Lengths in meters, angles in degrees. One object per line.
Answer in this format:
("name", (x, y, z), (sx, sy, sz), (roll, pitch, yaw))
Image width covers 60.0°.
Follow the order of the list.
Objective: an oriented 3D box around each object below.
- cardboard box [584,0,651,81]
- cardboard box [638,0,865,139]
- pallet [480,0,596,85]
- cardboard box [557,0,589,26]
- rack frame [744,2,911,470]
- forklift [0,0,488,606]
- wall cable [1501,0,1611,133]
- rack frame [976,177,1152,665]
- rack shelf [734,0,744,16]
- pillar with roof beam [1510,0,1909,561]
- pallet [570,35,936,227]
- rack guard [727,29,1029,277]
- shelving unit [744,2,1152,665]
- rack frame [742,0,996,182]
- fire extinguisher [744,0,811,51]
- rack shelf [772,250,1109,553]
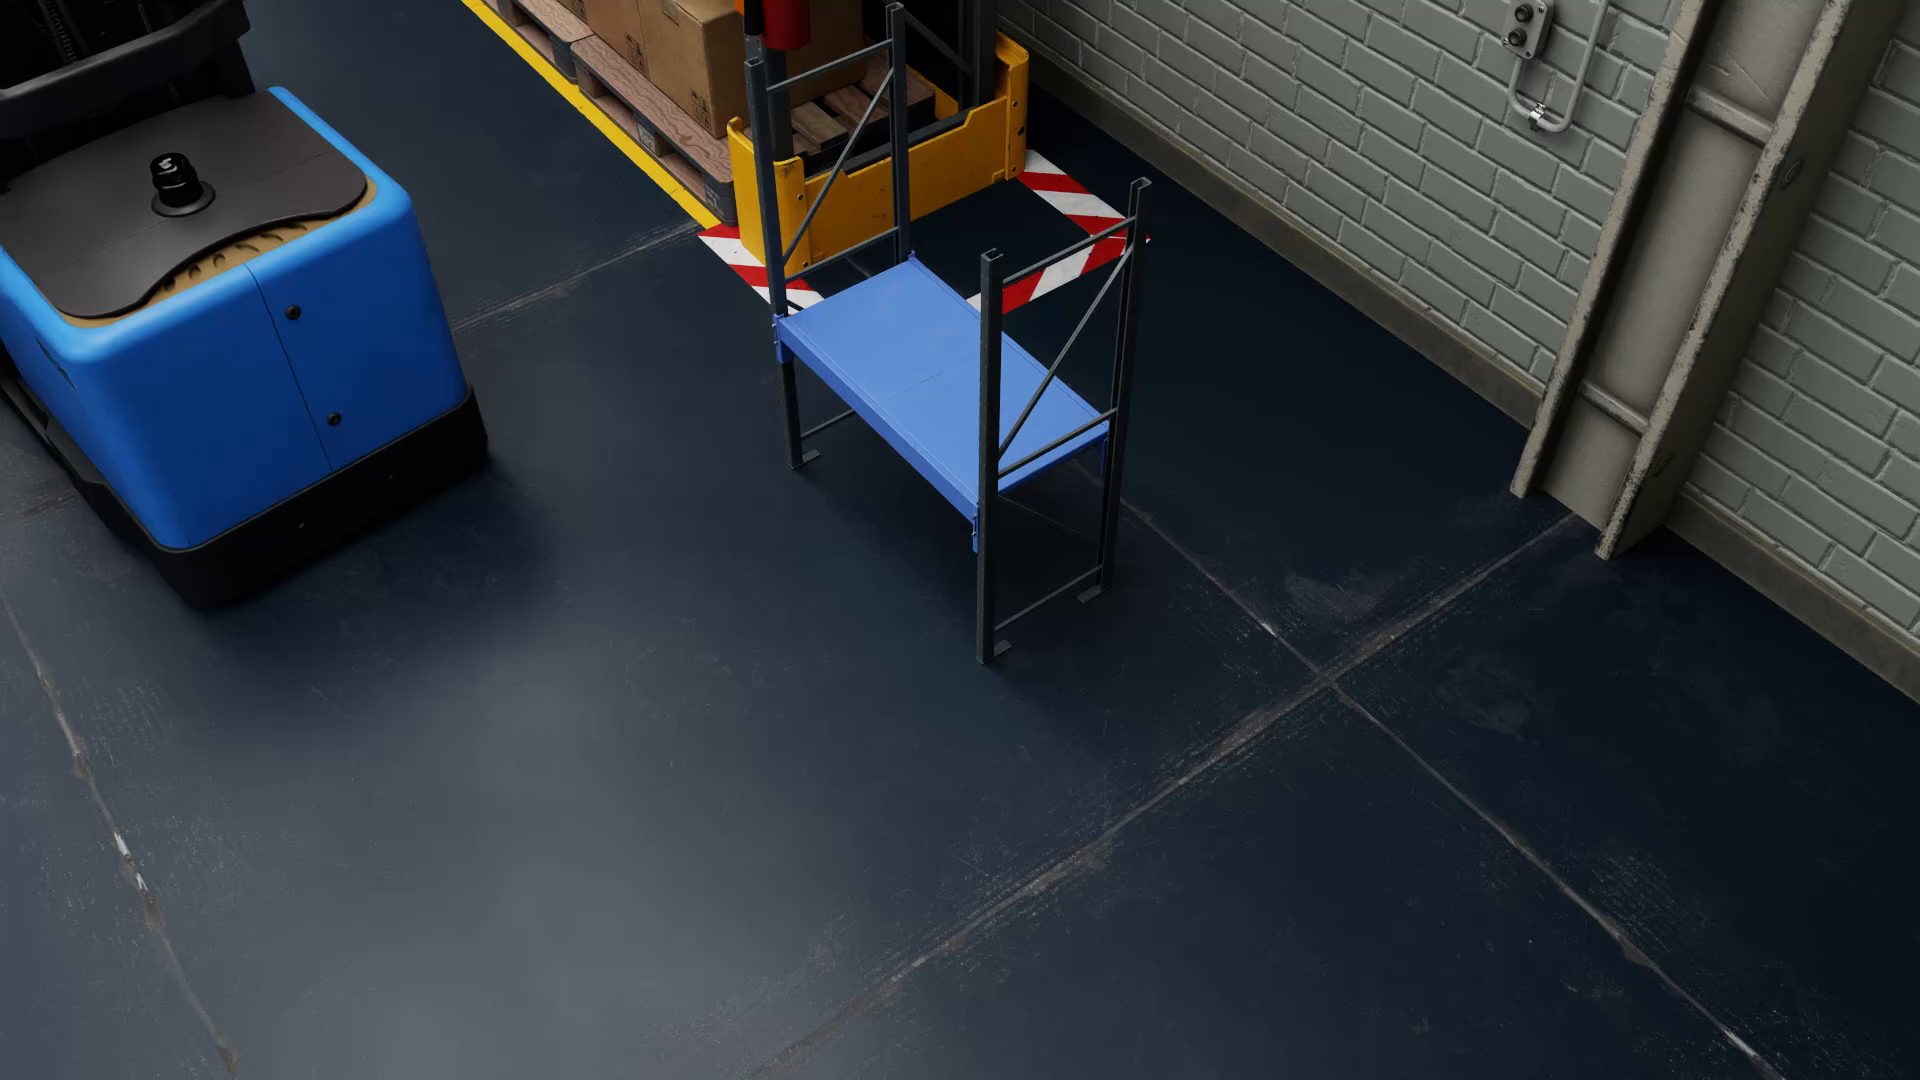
("cardboard box", (-1.106, -2.293, 6.708), (0.700, 0.500, 0.500), (-30, 54, -24))
("cardboard box", (-0.803, -1.998, 6.440), (0.700, 0.500, 0.500), (-29, 54, -24))
("pallet", (-1.581, -2.547, 7.417), (1.003, 0.211, 1.213), (-29, 54, -24))
("cardboard box", (-1.411, -2.589, 6.976), (0.700, 0.500, 0.500), (-31, 55, -25))
("rack frame", (-0.359, -0.854, 5.012), (0.500, 1.500, 0.032), (-29, 54, -24))
("forklift", (-2.917, -1.791, 4.895), (1.130, 2.935, 3.031), (-35, 57, -27))
("wall cable", (1.228, -2.339, 4.660), (0.084, 1.984, 1.851), (-29, 54, -24))
("rack frame", (0.256, -0.254, 4.468), (0.500, 1.500, 0.032), (-29, 54, -24))
("rack shelf", (-1.511, -3.266, 6.672), (1.077, 0.370, 4.000), (-29, 54, -24))
("pillar with roof beam", (-1.403, -1.208, 0.271), (9.100, 9.000, 0.400), (-29, 54, -24))
("pallet", (-0.846, -1.828, 6.765), (1.003, 0.211, 1.213), (-29, 54, -24))
("rack guard", (-0.285, -1.475, 6.250), (1.175, 0.500, 0.348), (-29, 54, -24))
("shelving unit", (-0.052, -0.554, 4.740), (0.538, 1.500, 1.048), (-29, 54, -24))
("rack frame", (-0.300, -2.328, 5.336), (1.000, 3.000, 0.127), (-29, 54, -24))
("fire extinguisher", (-0.576, -1.881, 5.235), (0.296, 0.674, 0.183), (-29, 54, -24))
("rack shelf", (-0.052, -0.433, 4.873), (0.538, 0.185, 1.000), (-29, 54, -24))
